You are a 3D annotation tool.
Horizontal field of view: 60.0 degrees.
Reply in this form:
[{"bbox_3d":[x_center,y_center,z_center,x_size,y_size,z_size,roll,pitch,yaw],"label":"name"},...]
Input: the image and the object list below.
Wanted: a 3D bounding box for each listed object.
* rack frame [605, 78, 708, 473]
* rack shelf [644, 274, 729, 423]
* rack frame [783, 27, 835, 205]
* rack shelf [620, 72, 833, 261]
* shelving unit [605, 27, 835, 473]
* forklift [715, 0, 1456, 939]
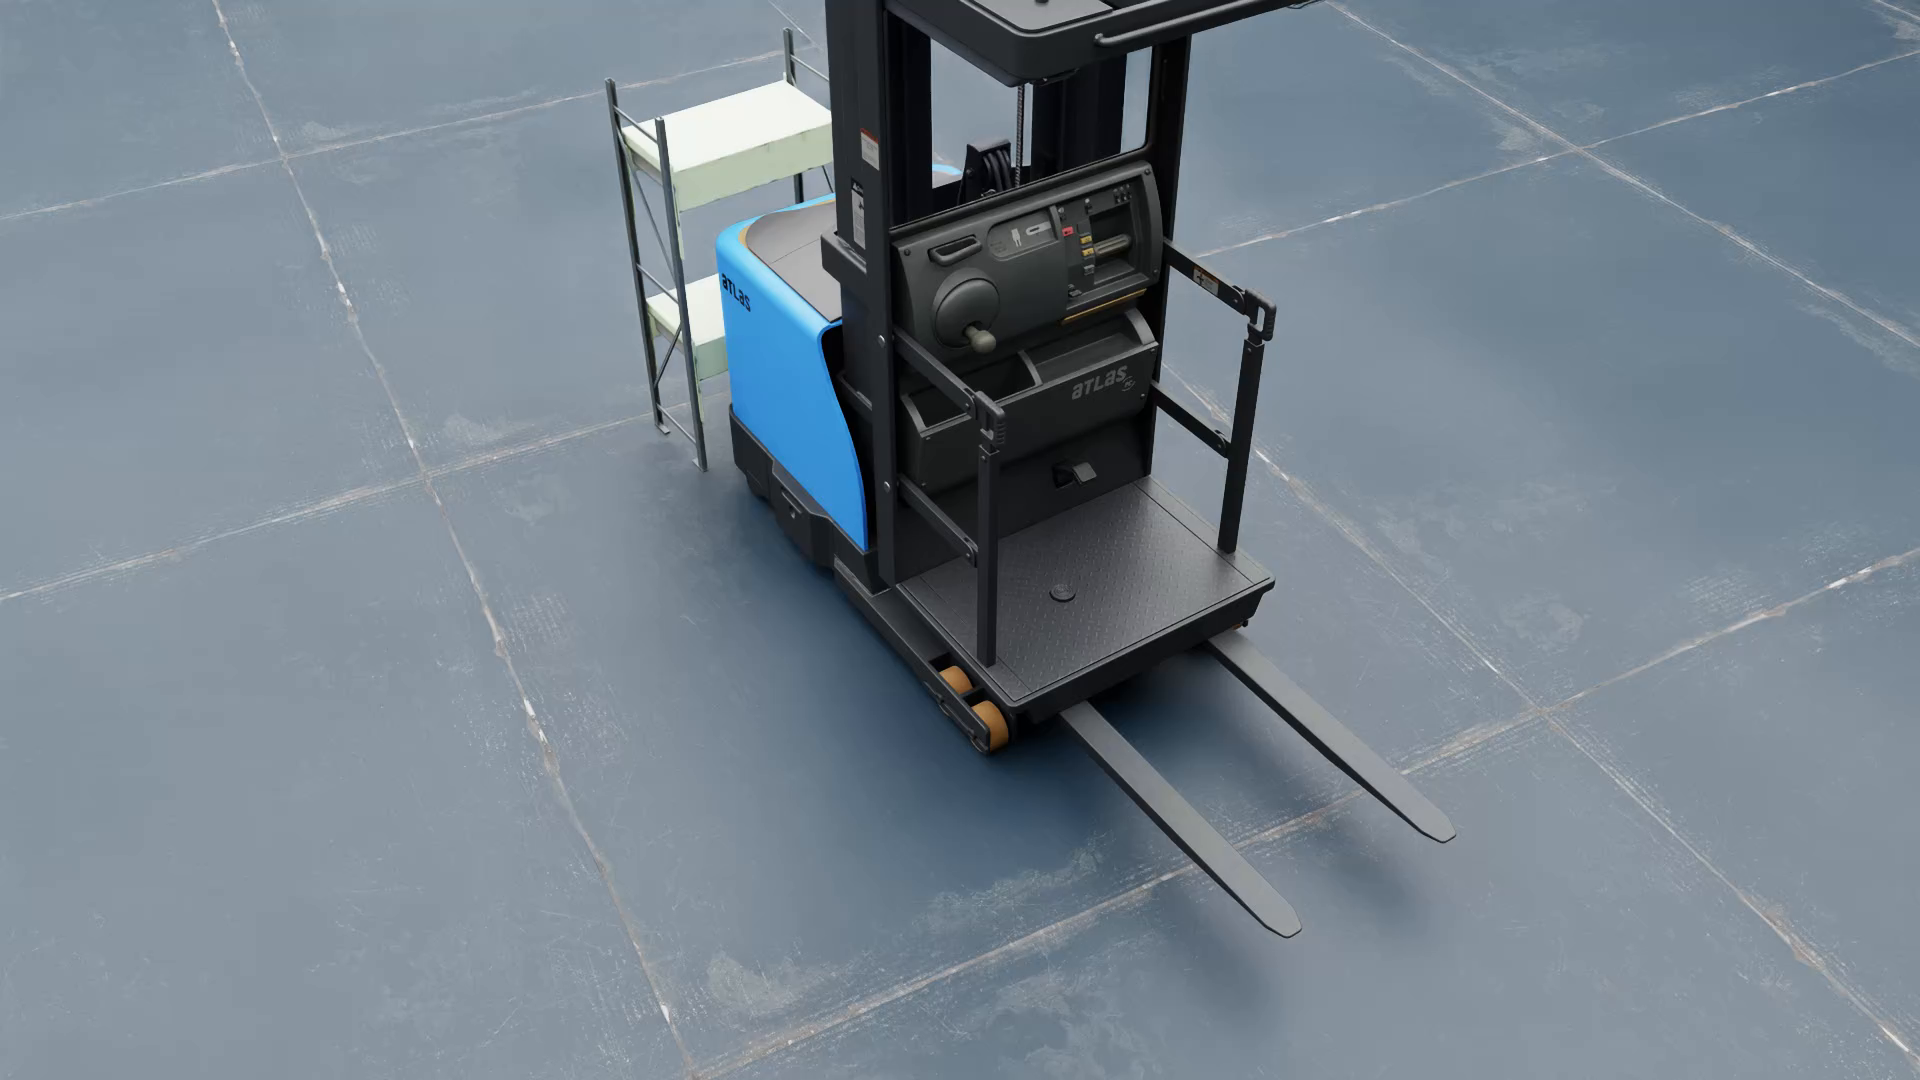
[{"bbox_3d":[-1.122,-0.947,6.208,0.023,1.500,0.400,-25,46,-27],"label":"rack frame"},{"bbox_3d":[-0.827,-0.838,6.583,0.720,0.370,0.431,-25,46,-27],"label":"rack shelf"},{"bbox_3d":[-0.531,-1.226,6.537,0.023,1.500,0.400,-25,46,-27],"label":"rack frame"},{"bbox_3d":[-0.827,-1.384,6.120,0.720,0.370,0.431,-25,46,-27],"label":"rack shelf"},{"bbox_3d":[-0.827,-1.086,6.373,0.755,1.500,0.431,-25,46,-27],"label":"shelving unit"},{"bbox_3d":[0.347,-0.780,4.903,1.130,2.935,3.031,-23,45,-25],"label":"forklift"}]
